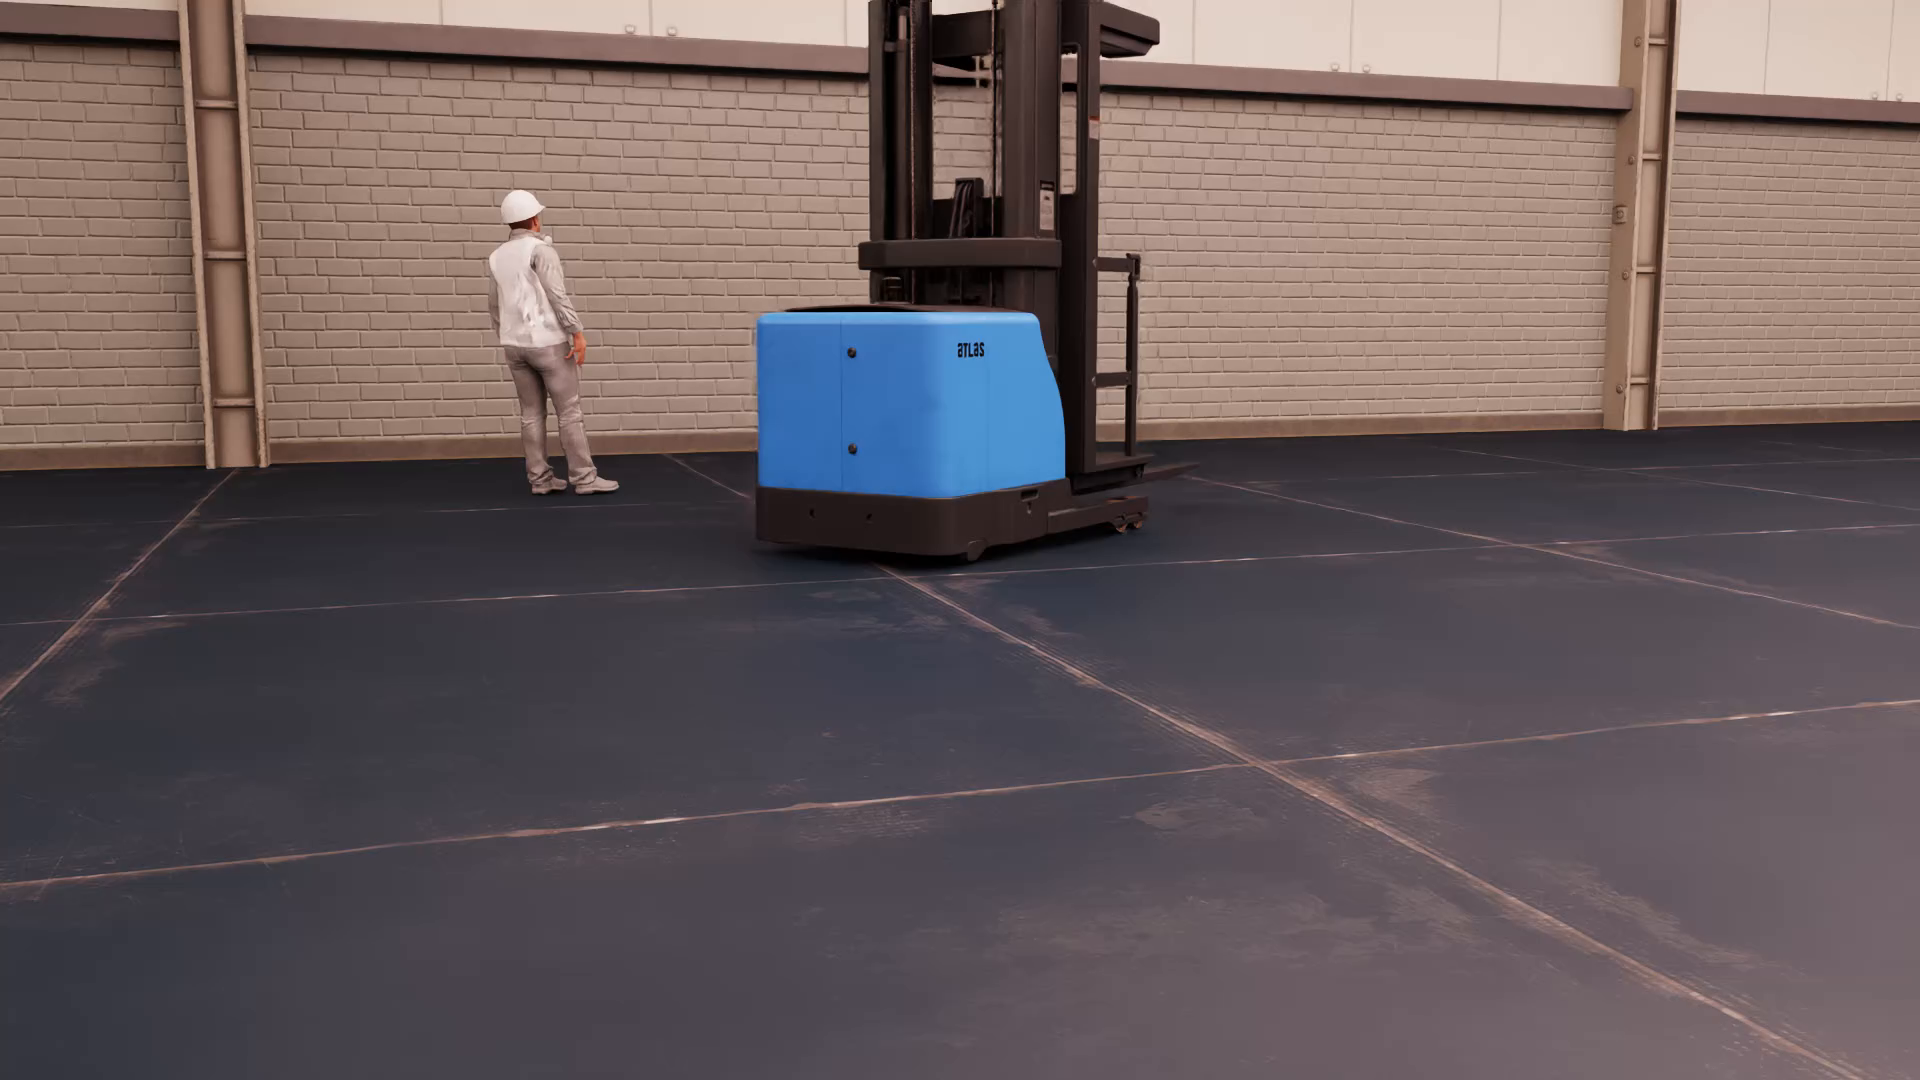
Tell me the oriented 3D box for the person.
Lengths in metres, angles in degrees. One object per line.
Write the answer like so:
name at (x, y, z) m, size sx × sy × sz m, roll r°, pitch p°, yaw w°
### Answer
person at (-2.446, -1.165, 9.852) m, size 0.630 × 1.773 × 0.570 m, roll 4°, pitch 9°, yaw 29°

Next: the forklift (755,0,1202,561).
forklift at (0.295, -1.520, 8.221) m, size 1.130 × 2.935 × 3.031 m, roll 5°, pitch 9°, yaw 32°
